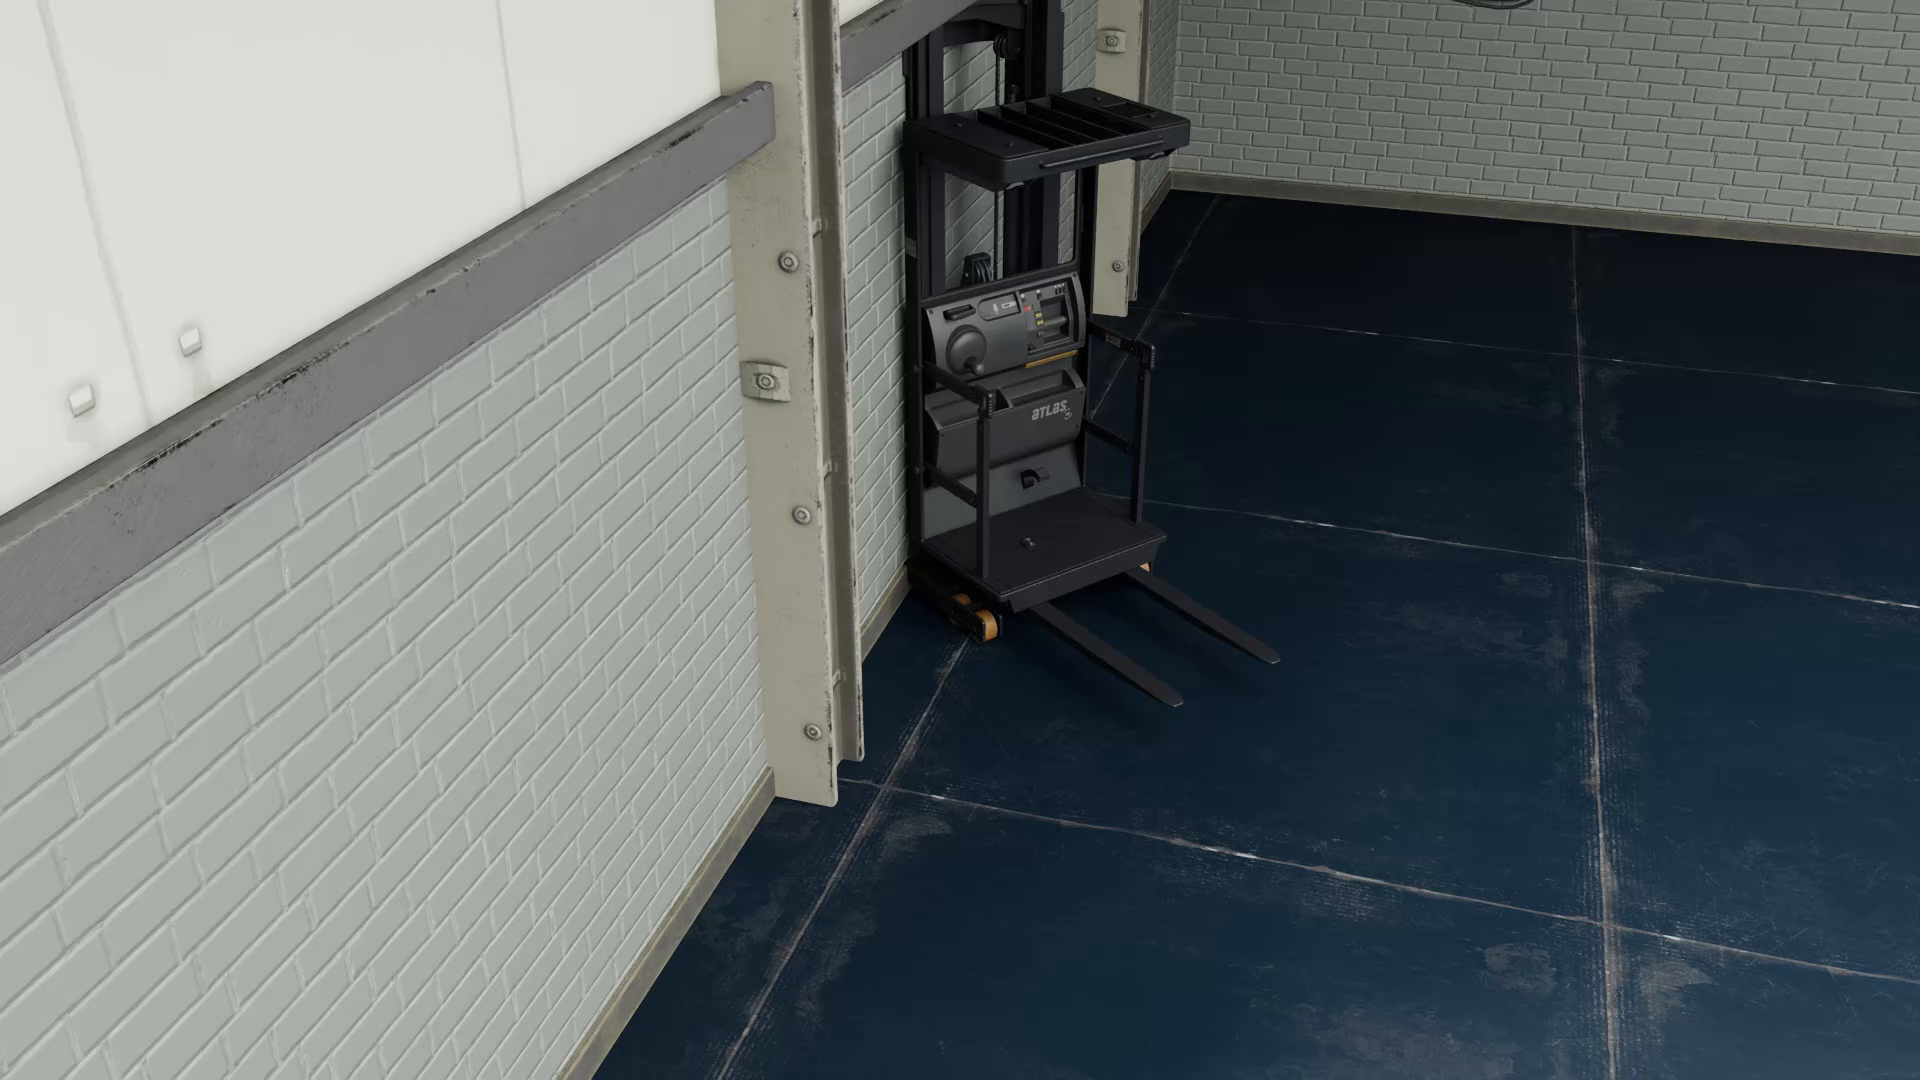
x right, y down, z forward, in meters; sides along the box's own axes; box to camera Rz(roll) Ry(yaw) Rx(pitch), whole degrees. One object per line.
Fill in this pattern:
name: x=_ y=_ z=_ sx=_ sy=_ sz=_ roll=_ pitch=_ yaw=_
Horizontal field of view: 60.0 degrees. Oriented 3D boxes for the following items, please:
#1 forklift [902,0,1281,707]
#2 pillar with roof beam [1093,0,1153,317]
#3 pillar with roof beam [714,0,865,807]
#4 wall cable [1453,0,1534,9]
forklift: x=0.359 y=-1.034 z=8.093 sx=1.130 sy=2.935 sz=3.031 roll=-19 pitch=34 yaw=-30
pillar with roof beam: x=5.242 y=-5.067 z=9.103 sx=9.100 sy=9.000 sz=0.400 roll=8 pitch=30 yaw=15
pillar with roof beam: x=3.481 y=-2.279 z=4.090 sx=9.100 sy=9.000 sz=0.400 roll=8 pitch=30 yaw=15
wall cable: x=3.256 y=-5.505 z=13.084 sx=3.097 sy=2.526 sz=0.112 roll=8 pitch=30 yaw=15
